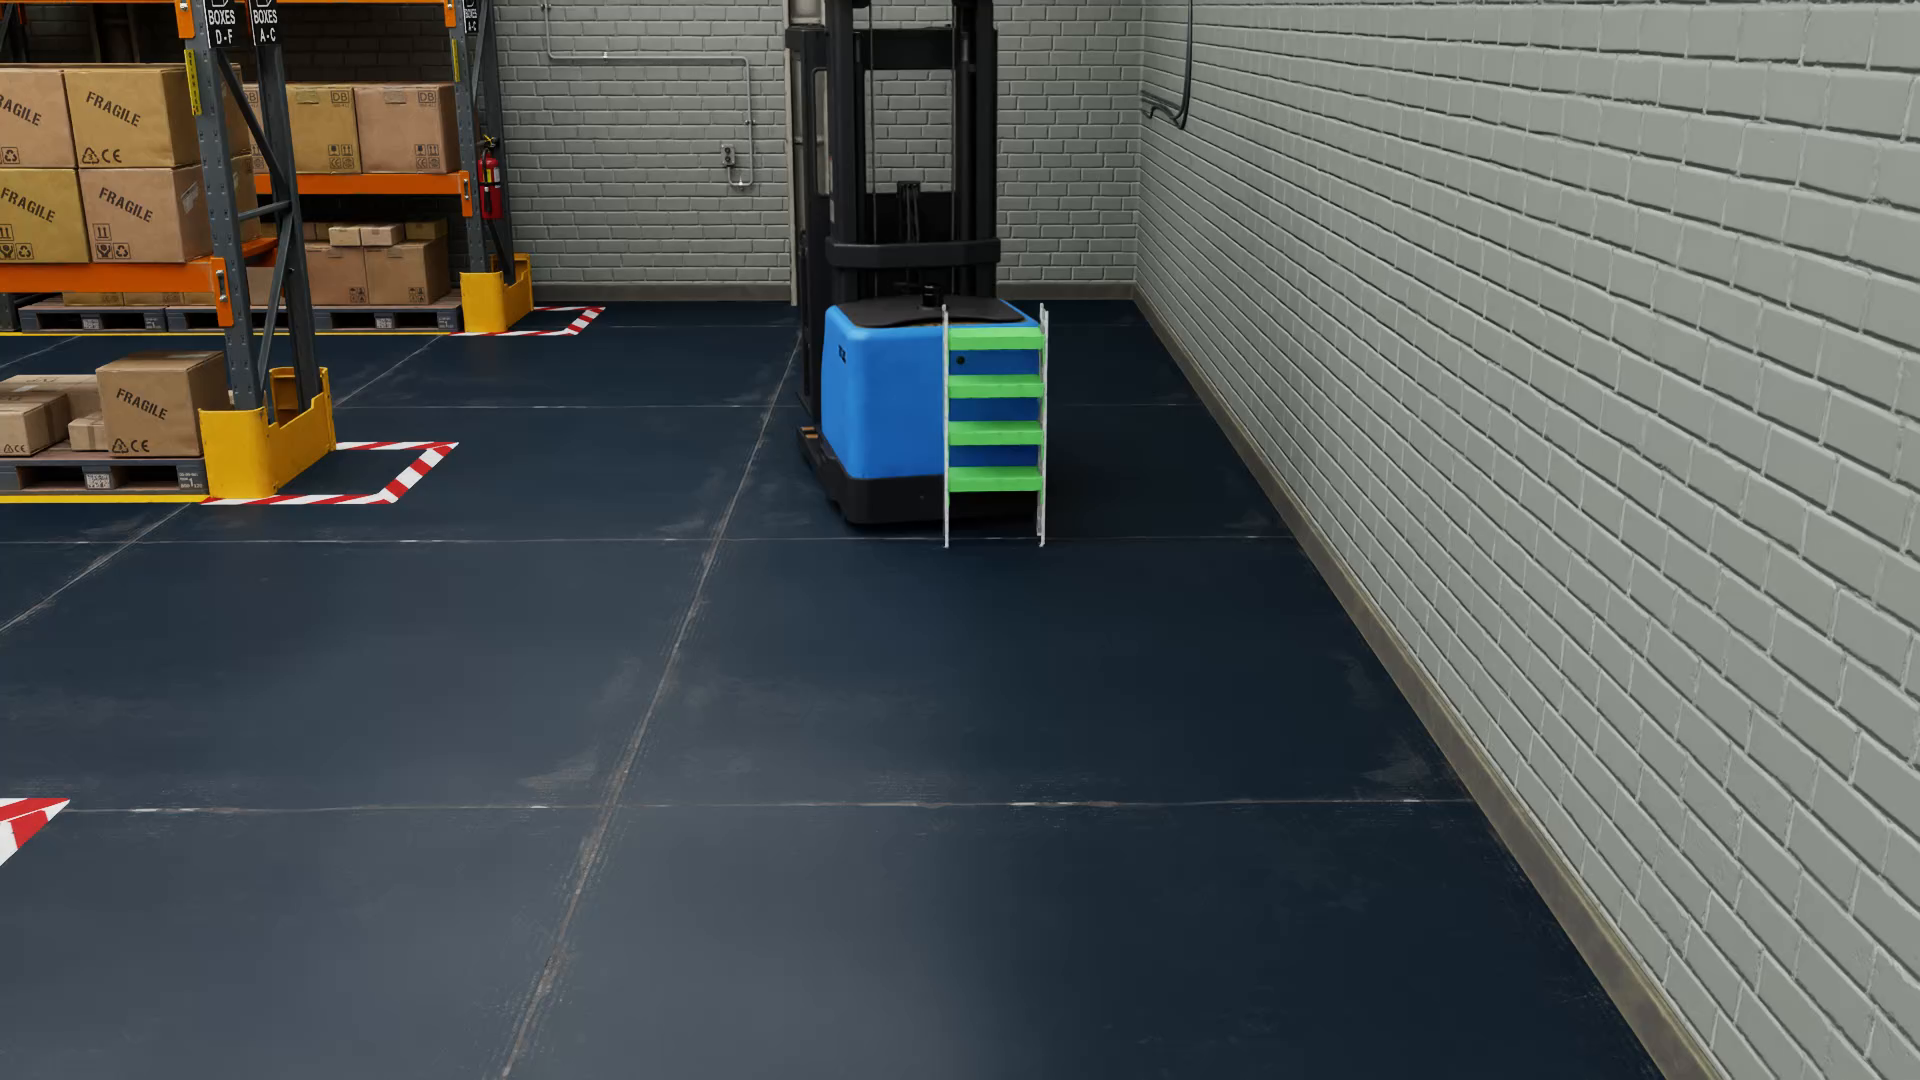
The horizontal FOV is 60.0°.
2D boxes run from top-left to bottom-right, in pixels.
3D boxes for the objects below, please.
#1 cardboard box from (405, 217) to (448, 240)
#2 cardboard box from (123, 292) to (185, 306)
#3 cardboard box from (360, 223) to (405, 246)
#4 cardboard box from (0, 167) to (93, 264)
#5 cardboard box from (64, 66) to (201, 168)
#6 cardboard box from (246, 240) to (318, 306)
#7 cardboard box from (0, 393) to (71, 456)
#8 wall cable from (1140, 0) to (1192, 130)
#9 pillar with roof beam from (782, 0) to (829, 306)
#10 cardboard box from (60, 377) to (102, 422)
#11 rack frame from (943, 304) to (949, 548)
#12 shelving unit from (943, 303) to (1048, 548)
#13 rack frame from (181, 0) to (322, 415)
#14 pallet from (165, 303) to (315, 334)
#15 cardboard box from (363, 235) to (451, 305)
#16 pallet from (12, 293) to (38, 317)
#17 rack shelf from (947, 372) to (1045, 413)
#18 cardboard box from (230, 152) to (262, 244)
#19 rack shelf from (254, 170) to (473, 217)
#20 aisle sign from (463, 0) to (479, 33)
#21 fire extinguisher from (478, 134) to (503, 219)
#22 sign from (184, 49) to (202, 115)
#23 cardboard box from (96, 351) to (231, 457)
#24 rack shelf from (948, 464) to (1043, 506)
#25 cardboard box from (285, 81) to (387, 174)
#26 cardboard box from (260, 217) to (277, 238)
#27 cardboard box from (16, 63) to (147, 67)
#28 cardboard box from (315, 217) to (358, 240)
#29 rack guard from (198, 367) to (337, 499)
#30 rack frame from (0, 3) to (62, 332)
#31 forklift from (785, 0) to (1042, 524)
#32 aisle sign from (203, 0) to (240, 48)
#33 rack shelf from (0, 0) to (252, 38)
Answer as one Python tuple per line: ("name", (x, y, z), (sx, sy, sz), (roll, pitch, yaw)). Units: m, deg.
("cardboard box", (-4.615, -2.695, 14.380), (0.250, 0.149, 0.380), (0, 18, 0))
("cardboard box", (-6.786, -2.312, 14.250), (0.500, 0.500, 0.700), (0, 18, -1))
("cardboard box", (-4.862, -2.577, 14.012), (0.250, 0.149, 0.380), (0, 18, -2))
("cardboard box", (-4.919, -1.794, 9.066), (0.500, 0.500, 0.500), (0, 18, 0))
("cardboard box", (-4.397, -2.273, 8.922), (0.500, 0.500, 0.500), (0, 18, -1))
("cardboard box", (-5.740, -2.319, 14.271), (0.500, 0.500, 0.700), (-1, 18, -3))
("cardboard box", (-5.447, -0.662, 9.483), (0.500, 0.250, 0.500), (0, 18, -1))
("wall cable", (1.622, -4.644, 13.377), (0.112, 2.526, 3.097), (0, 18, -1))
("pillar with roof beam", (-1.285, -5.167, 9.924), (0.400, 9.000, 9.100), (0, 18, -1))
("cardboard box", (-5.005, -0.817, 9.965), (0.500, 0.250, 0.500), (0, 18, -1))
("rack frame", (-0.073, -0.565, 8.346), (0.015, 1.200, 0.240), (-1, 18, -3))
("shelving unit", (0.171, -0.570, 8.360), (0.503, 1.200, 0.258), (-1, 18, -3))
("rack frame", (-3.957, -1.835, 9.358), (0.127, 3.000, 1.000), (0, 18, -1))
("pallet", (-6.054, -1.988, 14.398), (1.213, 0.211, 1.003), (0, 18, -1))
("cardboard box", (-4.737, -2.324, 14.287), (0.500, 0.500, 0.700), (0, 18, -1))
("pallet", (-8.808, -1.974, 14.357), (1.213, 0.211, 1.003), (0, 18, -1))
("rack shelf", (0.171, -0.737, 8.306), (0.480, 0.148, 0.258), (-1, 18, -3))
("cardboard box", (-4.404, -1.961, 9.587), (0.500, 0.500, 0.500), (0, 18, 0))
("rack shelf", (-6.038, -2.996, 14.154), (4.000, 0.370, 1.077), (0, 18, -1))
("aisle sign", (-3.962, -4.495, 13.393), (0.004, 0.787, 0.394), (0, 18, -1))
("fire extinguisher", (-3.880, -2.994, 13.706), (0.183, 0.674, 0.296), (0, 18, -1))
("sign", (-3.968, -2.368, 8.604), (0.005, 0.325, 0.100), (0, 18, -1))
("cardboard box", (-4.496, -0.777, 9.430), (0.500, 0.500, 0.500), (0, 18, -1))
("rack shelf", (0.171, -0.280, 8.452), (0.480, 0.148, 0.258), (-1, 18, -3))
("cardboard box", (-5.276, -3.479, 13.990), (0.700, 0.700, 0.980), (0, 18, -1))
("cardboard box", (-5.883, -2.688, 14.359), (0.250, 0.149, 0.380), (0, 18, 0))
("cardboard box", (-4.927, -2.433, 9.420), (0.500, 0.500, 0.500), (0, 18, 0))
("cardboard box", (-5.372, -2.691, 14.368), (0.250, 0.149, 0.380), (0, 18, 0))
("rack guard", (-4.033, -0.645, 9.739), (0.348, 0.500, 1.175), (0, 18, -1))
("rack frame", (-8.038, -3.329, 14.014), (0.127, 3.000, 1.000), (0, 18, -1))
("forklift", (-0.387, -1.888, 9.635), (1.130, 2.935, 3.031), (-4, 18, -12))
("aisle sign", (-3.884, -2.980, 8.671), (0.004, 0.787, 0.394), (0, 18, -1))
("rack shelf", (-5.956, -2.911, 8.980), (4.000, 0.370, 1.077), (0, 18, -1))
